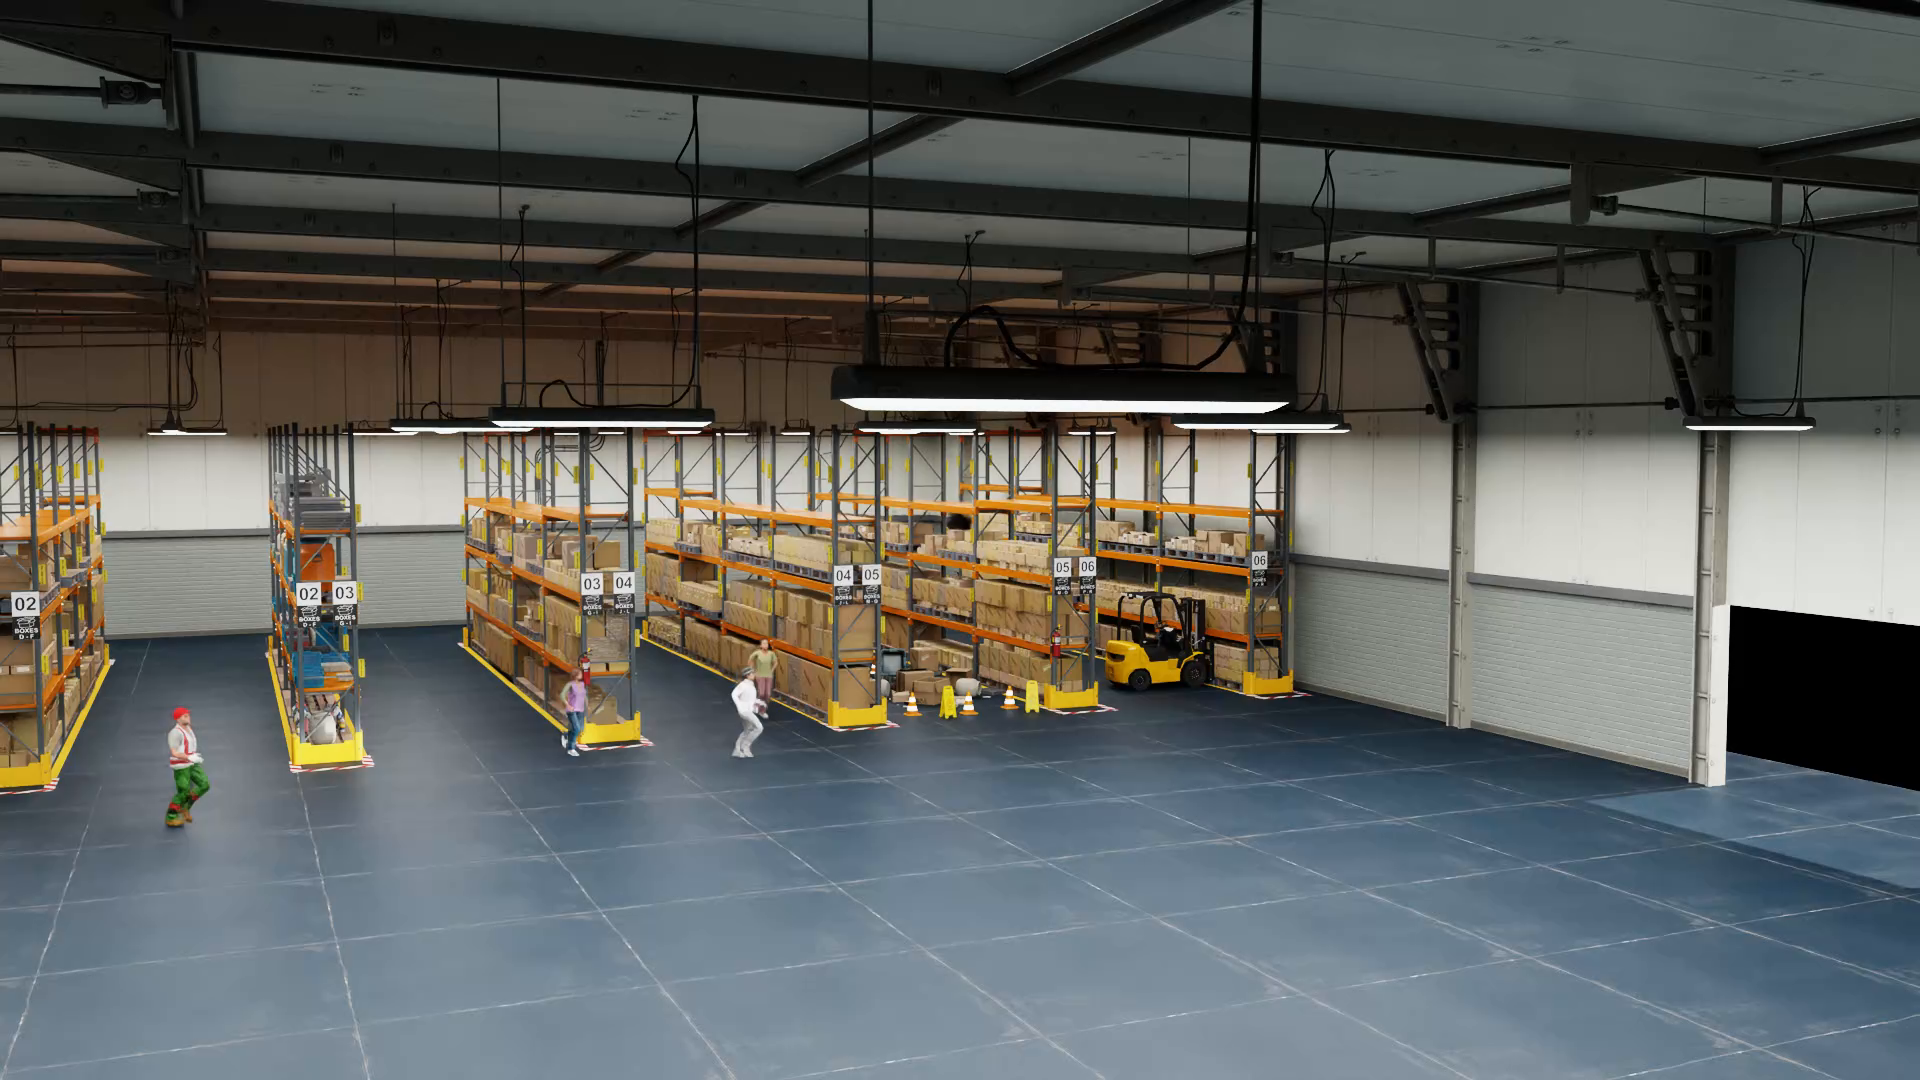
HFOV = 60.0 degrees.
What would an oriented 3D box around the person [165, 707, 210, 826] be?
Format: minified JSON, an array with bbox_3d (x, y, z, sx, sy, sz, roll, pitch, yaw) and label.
[{"bbox_3d":[-11.432,3.332,24.576,0.625,1.744,0.630,0,3,1],"label":"person"}]

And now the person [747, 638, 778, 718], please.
[{"bbox_3d":[-3.997,2.831,34.003,0.624,1.624,0.514,-1,4,-23],"label":"person"}]

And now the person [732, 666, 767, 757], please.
[{"bbox_3d":[-3.789,3.072,29.782,0.623,1.654,0.646,0,4,6],"label":"person"}]

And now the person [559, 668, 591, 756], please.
[{"bbox_3d":[-7.023,3.115,30.213,0.510,1.560,0.598,2,4,34],"label":"person"}]
